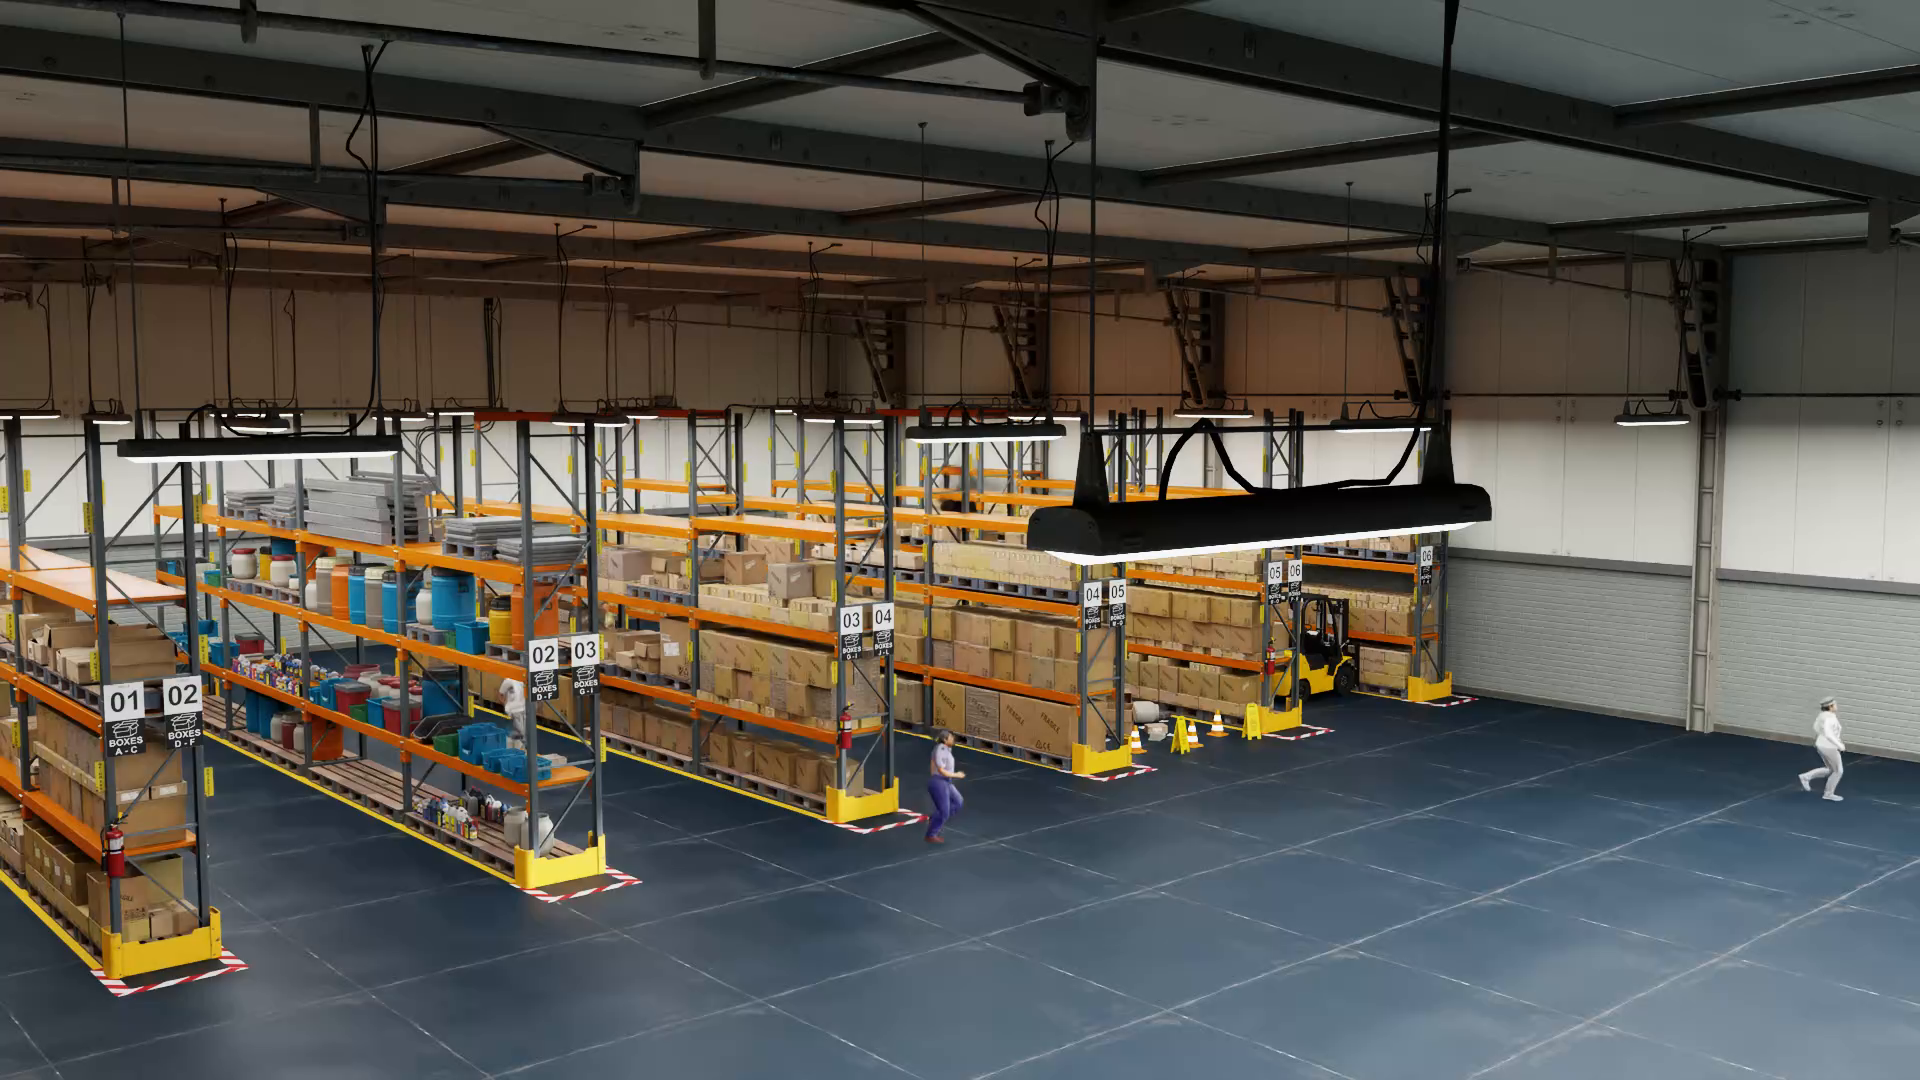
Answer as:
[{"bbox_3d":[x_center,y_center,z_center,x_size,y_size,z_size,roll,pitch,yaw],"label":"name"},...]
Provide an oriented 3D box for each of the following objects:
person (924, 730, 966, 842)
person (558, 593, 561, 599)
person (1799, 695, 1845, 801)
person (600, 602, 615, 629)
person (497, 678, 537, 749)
[{"bbox_3d":[-0.210,3.484,23.611,0.595,1.592,0.625,0,5,4],"label":"person"},{"bbox_3d":[-9.544,2.084,39.014,0.724,1.638,0.645,1,5,8],"label":"person"},{"bbox_3d":[13.459,3.229,25.897,0.600,1.653,0.642,1,5,10],"label":"person"},{"bbox_3d":[-7.978,2.344,37.334,0.584,1.469,0.867,-4,6,-35],"label":"person"},{"bbox_3d":[-7.620,2.947,28.723,0.599,1.733,0.686,3,6,33],"label":"person"}]
